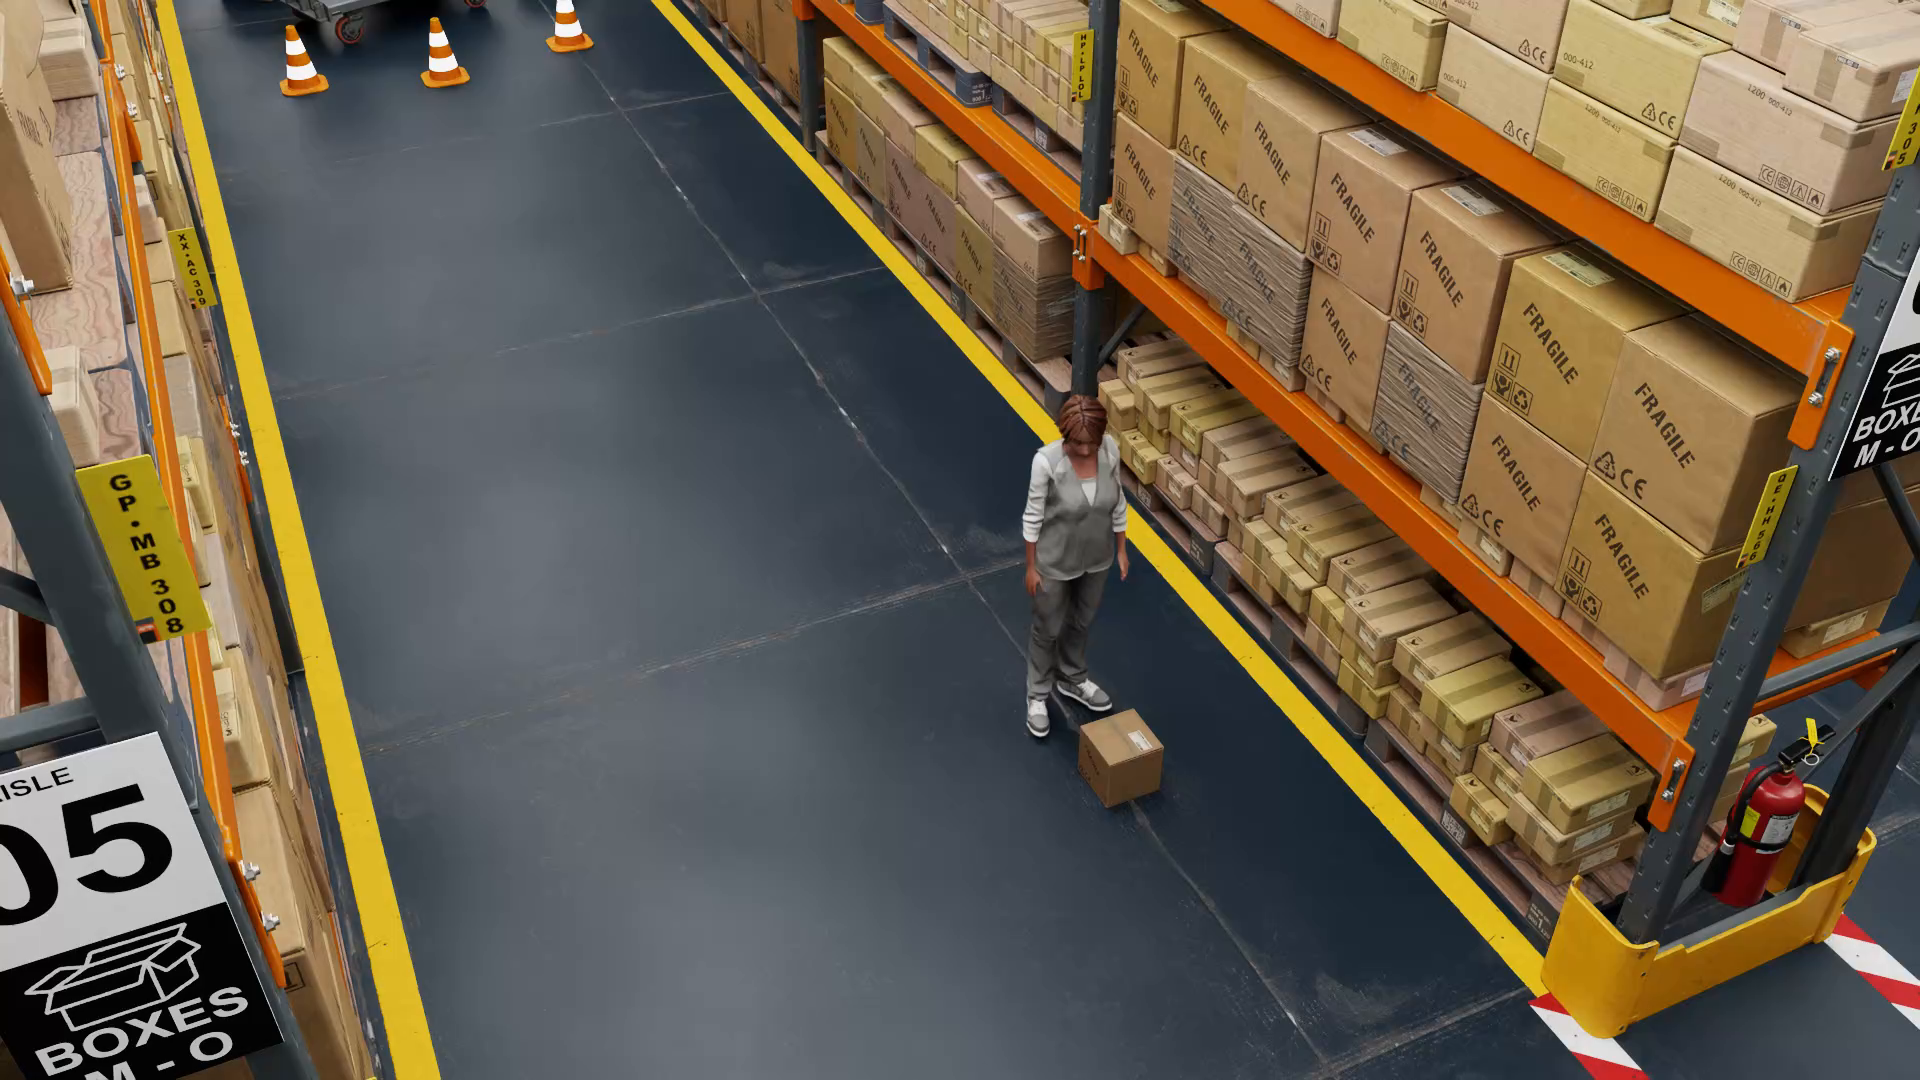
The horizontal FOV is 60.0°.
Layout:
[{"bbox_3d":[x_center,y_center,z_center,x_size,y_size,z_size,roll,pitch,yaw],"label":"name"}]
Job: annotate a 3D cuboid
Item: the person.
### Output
[{"bbox_3d":[0.466,0.088,6.730,0.445,1.599,0.316,-15,40,-19],"label":"person"}]
